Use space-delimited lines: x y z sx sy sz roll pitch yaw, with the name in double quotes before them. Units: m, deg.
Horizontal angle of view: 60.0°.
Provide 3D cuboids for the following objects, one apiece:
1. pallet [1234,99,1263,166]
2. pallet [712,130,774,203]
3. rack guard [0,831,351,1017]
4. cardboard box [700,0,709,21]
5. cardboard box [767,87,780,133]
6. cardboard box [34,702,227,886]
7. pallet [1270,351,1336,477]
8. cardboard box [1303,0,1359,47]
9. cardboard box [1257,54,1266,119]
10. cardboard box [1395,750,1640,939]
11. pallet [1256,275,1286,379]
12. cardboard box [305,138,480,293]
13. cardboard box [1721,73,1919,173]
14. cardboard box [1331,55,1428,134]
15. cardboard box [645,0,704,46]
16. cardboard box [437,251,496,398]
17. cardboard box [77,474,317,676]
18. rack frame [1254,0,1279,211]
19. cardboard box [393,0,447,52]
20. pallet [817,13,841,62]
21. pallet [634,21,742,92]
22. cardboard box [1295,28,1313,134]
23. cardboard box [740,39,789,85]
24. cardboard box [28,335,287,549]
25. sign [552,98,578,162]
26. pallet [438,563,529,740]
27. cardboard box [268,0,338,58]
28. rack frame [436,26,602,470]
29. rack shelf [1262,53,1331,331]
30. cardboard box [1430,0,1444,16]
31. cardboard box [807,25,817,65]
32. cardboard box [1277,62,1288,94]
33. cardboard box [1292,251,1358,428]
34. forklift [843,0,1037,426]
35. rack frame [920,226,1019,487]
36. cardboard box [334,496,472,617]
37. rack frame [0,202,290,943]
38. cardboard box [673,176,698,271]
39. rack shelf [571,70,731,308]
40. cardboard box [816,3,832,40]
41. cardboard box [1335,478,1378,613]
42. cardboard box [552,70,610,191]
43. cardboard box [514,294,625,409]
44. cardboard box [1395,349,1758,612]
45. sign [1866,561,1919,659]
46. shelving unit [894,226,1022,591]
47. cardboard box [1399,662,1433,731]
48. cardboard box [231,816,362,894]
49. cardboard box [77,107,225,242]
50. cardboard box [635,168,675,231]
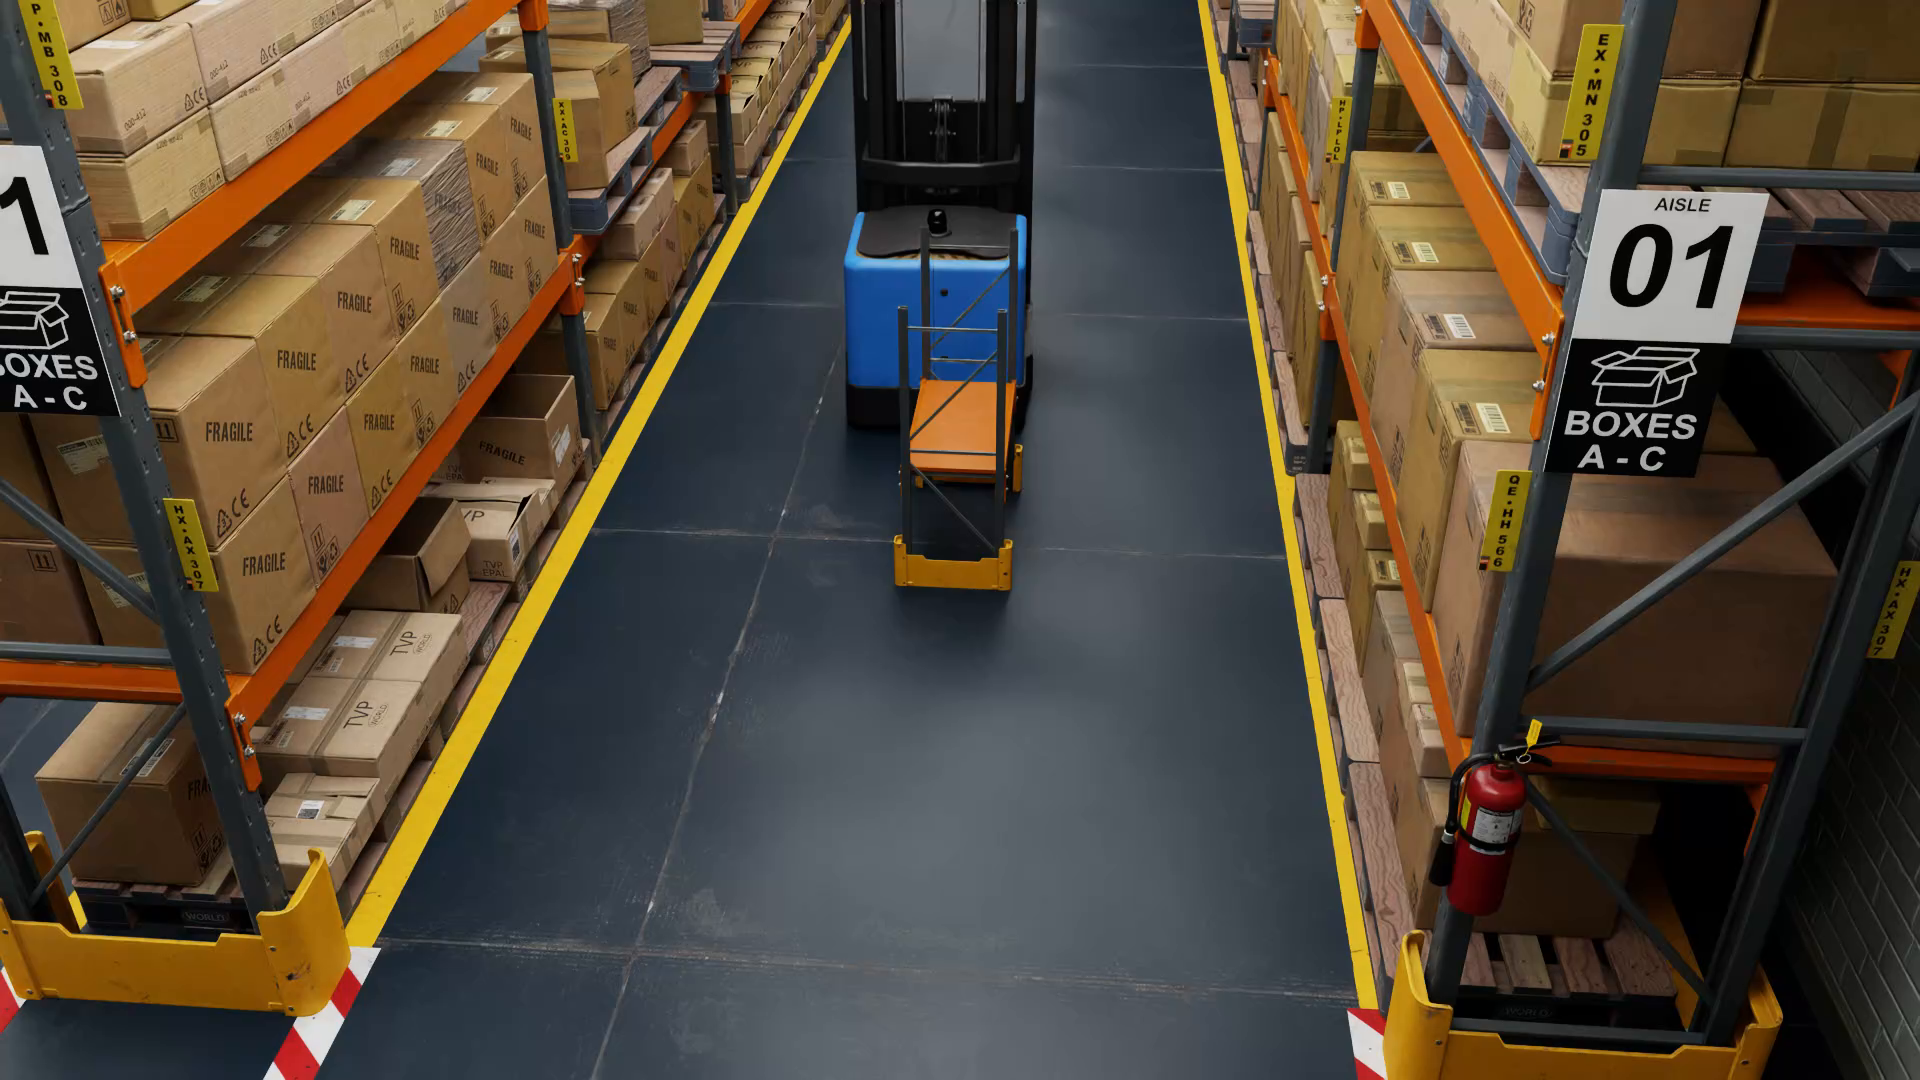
"pallet" 2.883 -3.468 14.176 1.003 0.211 1.213 2 32 4
"pallet" -2.115 -3.062 13.517 1.003 0.211 1.213 2 32 4
"rack guard" -2.866 1.388 6.022 1.175 0.500 0.348 2 32 4
"cardboard box" -2.148 -3.970 12.418 0.500 0.311 0.500 4 32 7
"cardboard box" -1.809 -3.624 13.993 0.500 0.250 0.500 2 32 3
"cardboard box" -3.074 0.945 6.320 0.500 0.500 0.500 2 32 4
"pallet" 2.378 -0.738 9.747 1.003 0.211 1.213 2 32 4
"cardboard box" 2.307 -3.071 9.761 0.500 0.250 0.500 2 32 3
"cardboard box" 2.925 -3.902 14.186 0.700 0.500 0.500 3 32 5
"cardboard box" 2.022 1.088 6.108 0.700 0.500 0.500 2 32 4
"pallet" 2.475 -1.378 10.785 1.003 0.211 1.213 2 32 4
"cardboard box" -2.410 -1.390 7.097 0.500 0.500 0.500 3 32 4
"cardboard box" 2.369 -1.233 4.680 0.500 0.250 0.500 4 32 7
"cardboard box" 2.174 -2.271 8.463 0.500 0.250 0.500 3 32 5
"cardboard box" -2.160 -3.707 11.411 0.700 0.500 0.500 -8 33 -13
"cardboard box" -2.412 -0.960 7.354 0.500 0.500 0.500 3 32 5
"cardboard box" -2.574 0.100 5.633 0.500 0.500 0.500 3 32 5
"rack frame" 2.716 -3.610 11.749 1.000 3.000 0.127 2 32 4
"cardboard box" -2.405 -2.153 6.668 0.500 0.250 0.500 2 32 4
"pallet" -1.789 -5.139 16.887 1.003 0.211 1.213 2 32 4
"pallet" -2.206 -3.381 11.560 1.213 0.211 1.003 2 32 4
"cardboard box" 2.294 -2.739 9.938 0.500 0.500 0.500 3 32 5
"cardboard box" -1.766 -4.139 14.293 0.500 0.311 0.500 2 32 3
"cardboard box" -2.574 -0.326 5.371 0.500 0.500 0.500 3 32 5
"sign" -2.005 -2.078 8.437 0.100 0.325 0.005 2 32 4
"pallet" -2.700 0.458 7.806 1.003 0.211 1.213 2 32 4
"cardboard box" -2.489 -1.843 5.689 0.500 0.250 0.500 2 32 4
"rack frame" -2.547 -1.728 8.695 1.000 3.000 0.127 2 32 4
"rack shelf" 2.554 -2.258 10.241 1.077 0.370 4.000 2 32 4
"cardboard box" 1.982 -2.069 6.036 0.500 0.250 0.500 2 32 3
"cardboard box" -1.640 -4.691 15.723 0.500 0.250 0.500 2 32 4
"cardboard box" 2.324 -3.083 11.114 0.380 0.149 0.250 3 32 5
"cardboard box" 2.314 -1.128 9.370 0.750 0.750 0.750 3 32 5
"forklift" -0.083 -2.646 10.251 1.130 2.935 3.031 1 32 2
"rack frame" 0.048 -0.949 8.860 0.500 1.500 0.032 2 32 4
"cardboard box" -2.695 0.130 7.640 0.797 0.503 0.637 2 32 4
"rack frame" -2.872 0.363 5.301 1.000 3.000 0.127 2 32 4
"cardboard box" -2.106 -2.173 11.381 0.500 0.500 0.500 1 32 2
"rack shelf" -2.384 -2.468 10.581 1.077 0.370 4.000 2 32 4
"cardboard box" -1.556 -5.149 16.467 0.500 0.250 0.500 2 32 4
"cardboard box" 2.183 0.016 7.847 0.700 0.500 0.500 2 32 3
"cardboard box" -2.285 -2.188 8.945 0.700 0.500 0.500 -8 33 -13
"cardboard box" -2.265 -1.094 9.629 0.500 0.500 0.500 1 32 2
"cardboard box" 2.145 -0.203 5.934 0.980 0.700 0.700 2 32 4
"sign" 2.618 0.197 4.670 0.100 0.325 0.005 2 32 4
"shelving unit" 0.006 -0.678 8.421 0.587 1.500 1.083 2 32 4
"cardboard box" 1.871 0.603 6.276 0.380 0.149 0.250 3 32 5
"cardboard box" -2.496 1.185 6.265 0.380 0.149 0.250 2 32 4
"cardboard box" -2.577 -1.108 4.972 0.500 0.250 0.500 2 32 4
"cardboard box" -2.143 -2.198 10.707 0.500 0.250 0.500 2 32 3
